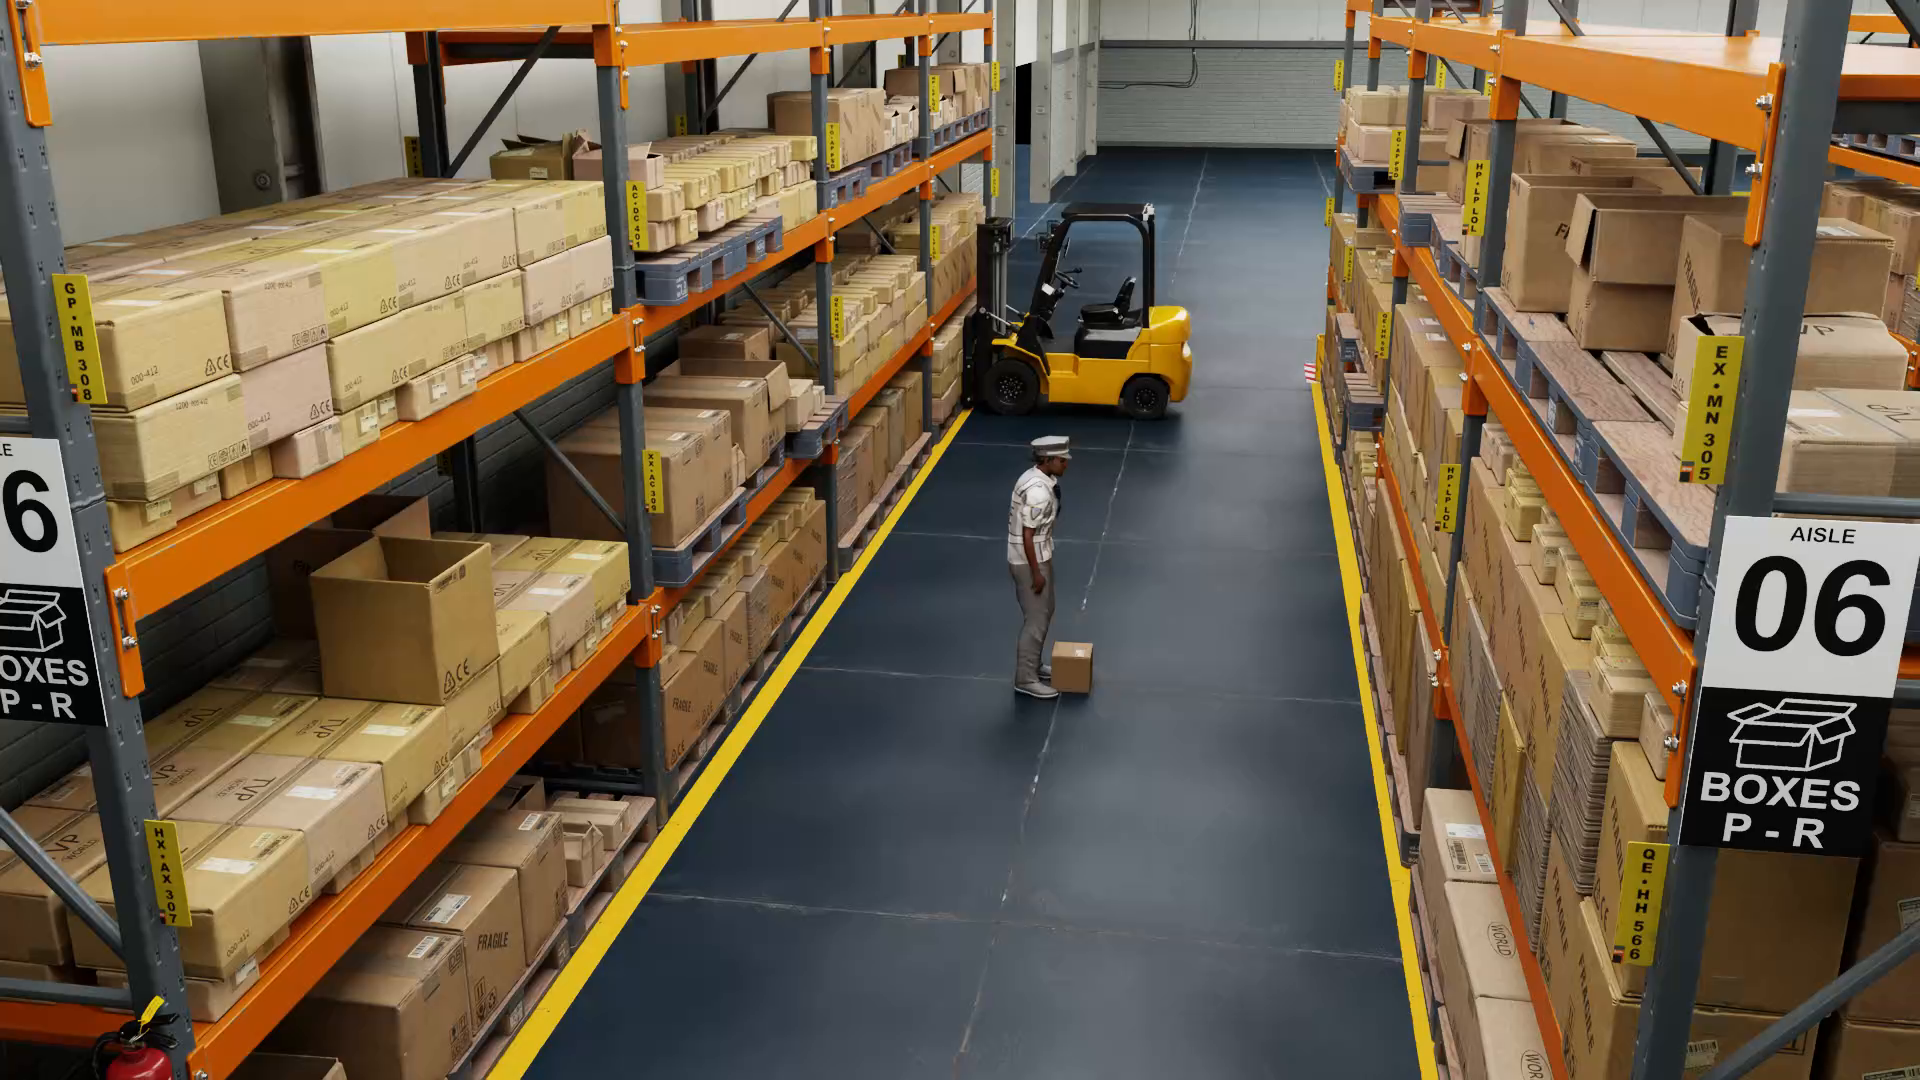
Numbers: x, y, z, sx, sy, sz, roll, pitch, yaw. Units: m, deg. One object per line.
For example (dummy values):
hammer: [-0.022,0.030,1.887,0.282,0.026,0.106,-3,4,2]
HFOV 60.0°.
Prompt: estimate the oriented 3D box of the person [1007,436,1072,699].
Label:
person: [0.498,0.149,10.601,0.399,1.657,0.512,3,18,9]
